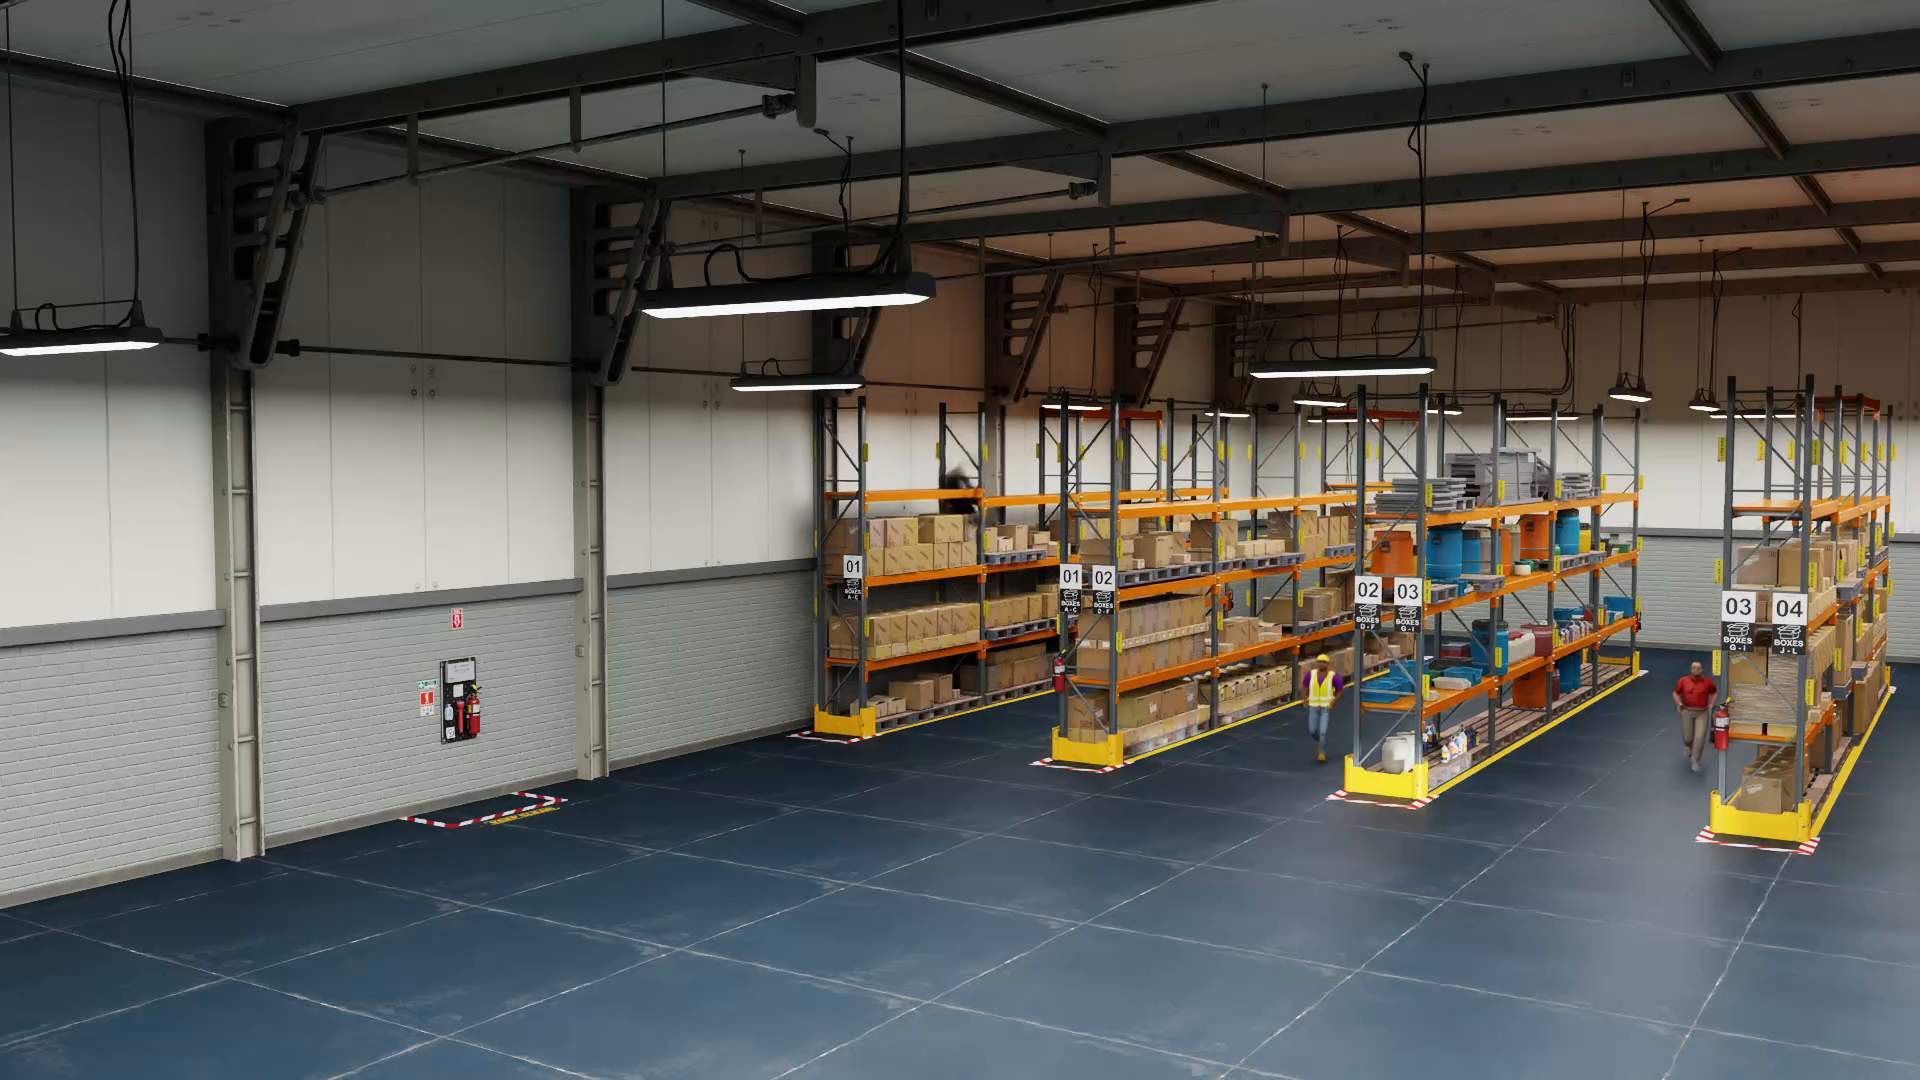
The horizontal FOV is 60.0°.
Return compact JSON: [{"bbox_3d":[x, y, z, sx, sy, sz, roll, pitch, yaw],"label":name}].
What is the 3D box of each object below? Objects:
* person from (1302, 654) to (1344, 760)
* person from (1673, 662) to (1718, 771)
[{"bbox_3d":[5.898,2.716,27.132,0.693,1.726,0.546,1,3,24],"label":"person"},{"bbox_3d":[11.703,2.781,26.465,0.662,1.707,0.752,1,3,23],"label":"person"}]
